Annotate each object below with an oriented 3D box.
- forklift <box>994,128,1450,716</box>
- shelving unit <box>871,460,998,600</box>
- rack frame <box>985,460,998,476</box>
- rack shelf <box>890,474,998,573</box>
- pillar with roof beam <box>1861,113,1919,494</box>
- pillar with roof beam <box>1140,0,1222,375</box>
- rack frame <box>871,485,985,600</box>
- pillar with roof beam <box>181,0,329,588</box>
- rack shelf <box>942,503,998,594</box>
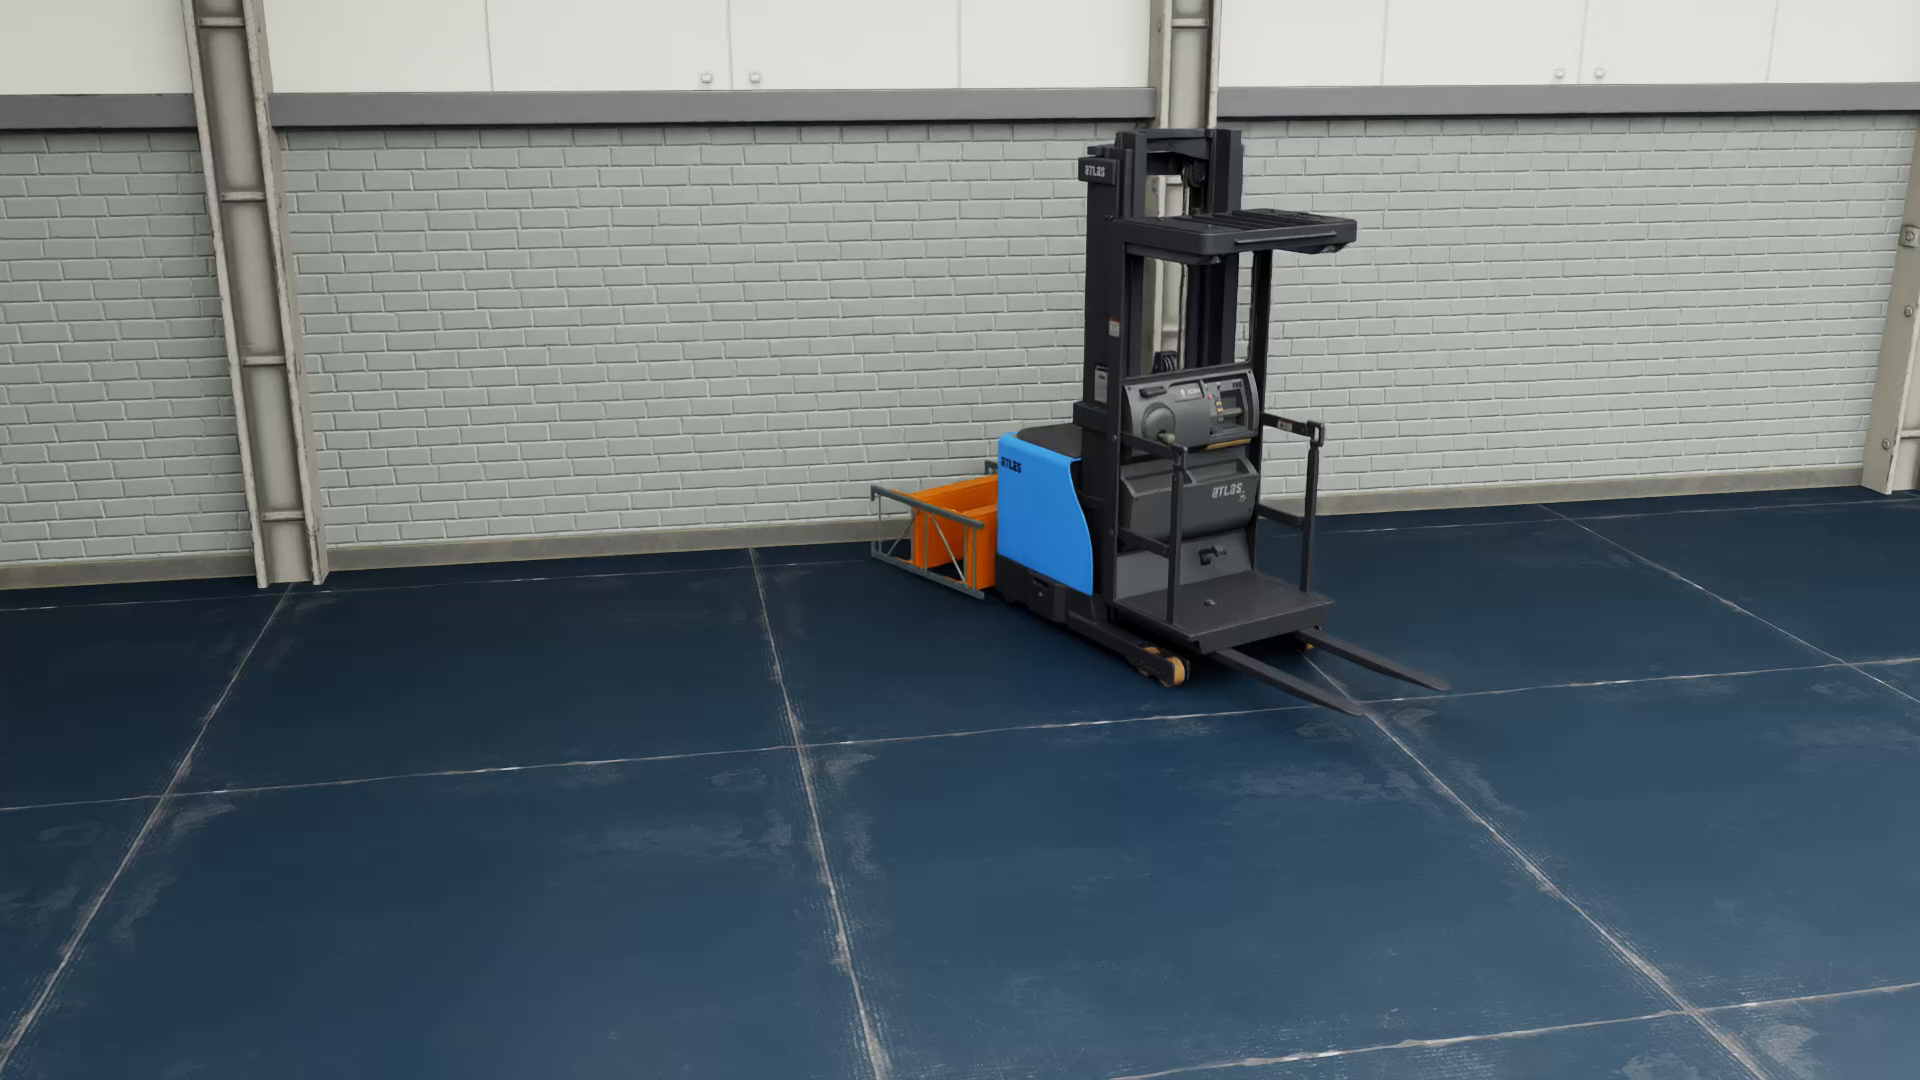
[{"bbox_3d":[1.435,-0.747,9.251,1.130,2.935,3.031,-11,20,-31],"label":"forklift"},{"bbox_3d":[0.165,-0.096,11.115,1.048,0.538,1.125,-14,23,-38],"label":"shelving unit"},{"bbox_3d":[0.551,-0.195,11.430,0.032,0.500,1.125,-14,23,-38],"label":"rack frame"},{"bbox_3d":[0.006,-0.154,11.292,1.000,0.538,0.278,-14,23,-38],"label":"rack shelf"},{"bbox_3d":[8.203,-3.473,7.794,0.400,9.000,9.100,-3,17,-10],"label":"pillar with roof beam"},{"bbox_3d":[2.312,-3.139,6.706,0.400,9.000,9.100,-3,17,-10],"label":"pillar with roof beam"},{"bbox_3d":[-0.222,0.003,10.800,0.032,0.500,1.125,-14,23,-38],"label":"rack frame"},{"bbox_3d":[-3.579,-2.805,5.618,0.400,9.000,9.100,-3,17,-10],"label":"pillar with roof beam"},{"bbox_3d":[0.355,-0.027,10.903,1.000,0.538,0.278,-14,23,-38],"label":"rack shelf"}]
